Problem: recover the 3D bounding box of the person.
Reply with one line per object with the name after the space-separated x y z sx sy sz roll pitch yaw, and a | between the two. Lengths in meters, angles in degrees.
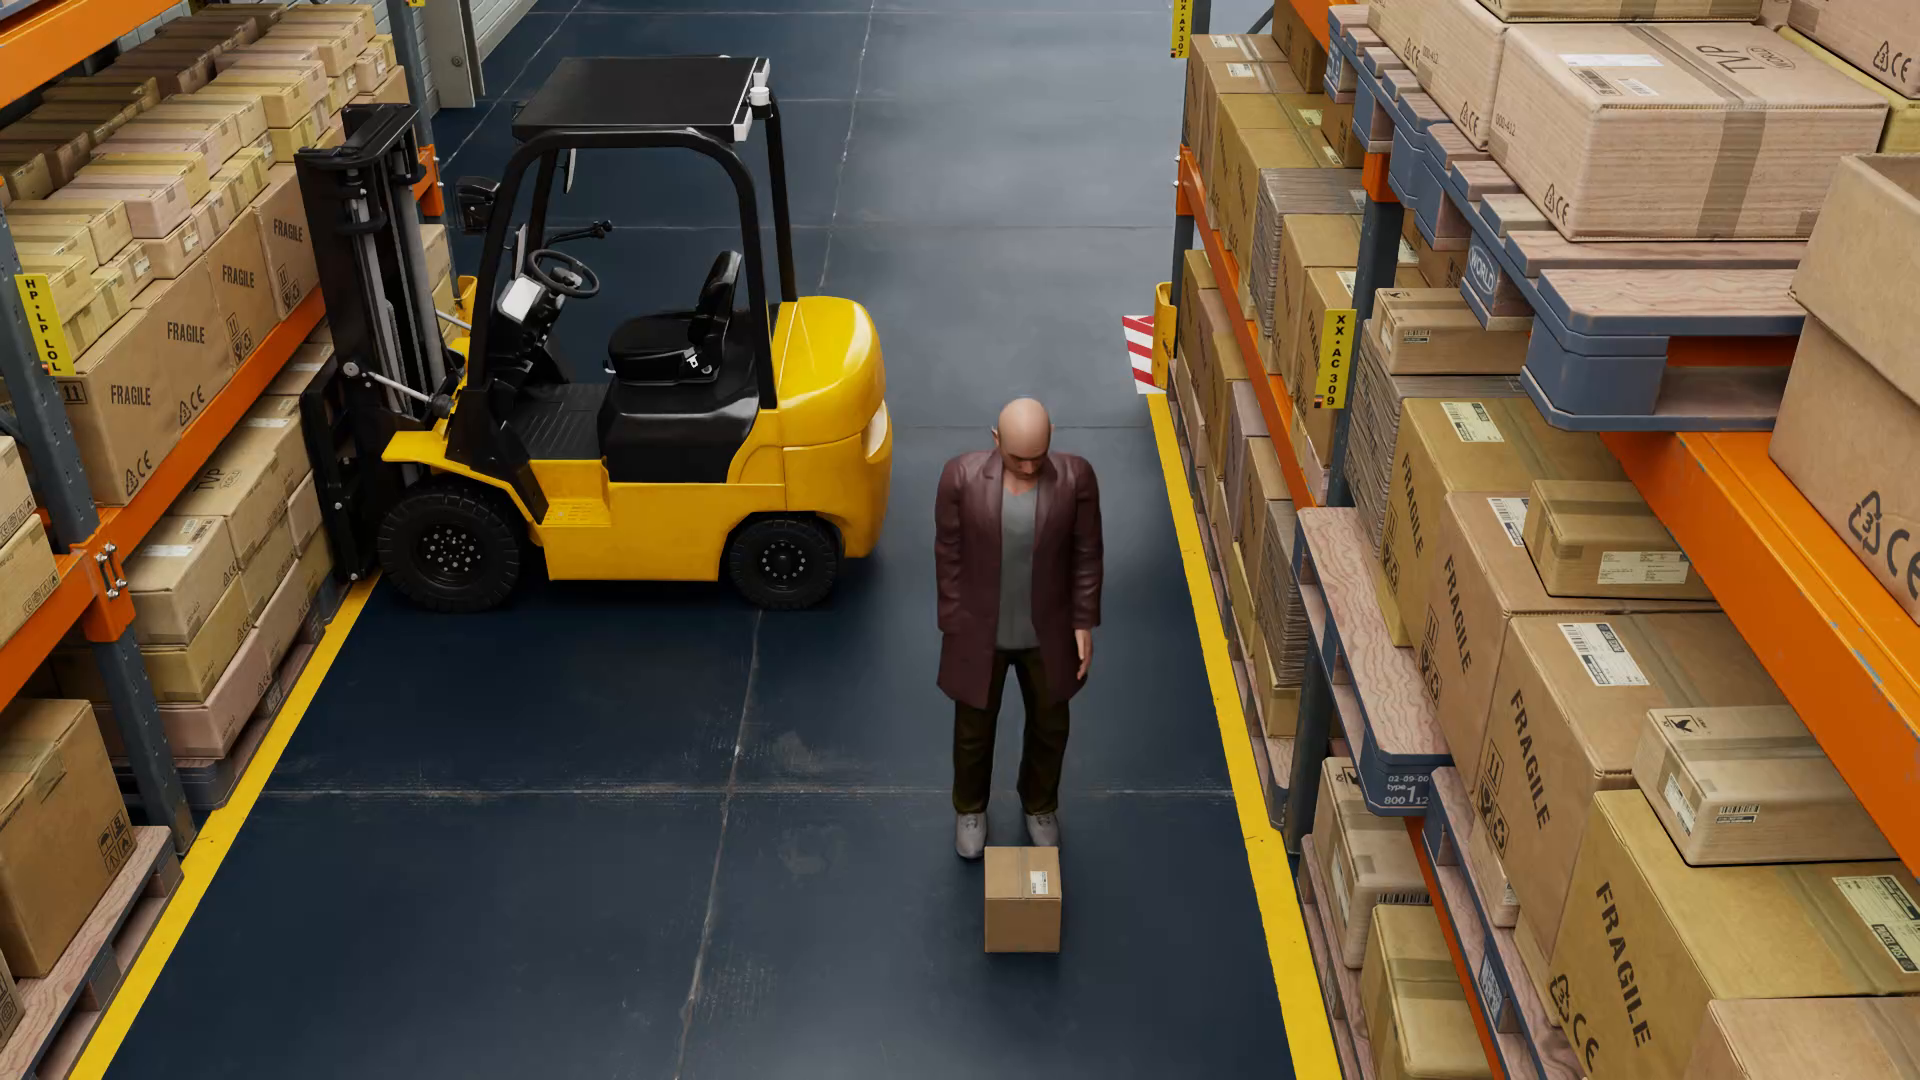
0.198 0.309 5.661 0.569 1.761 0.381 -1 31 -2 | person
